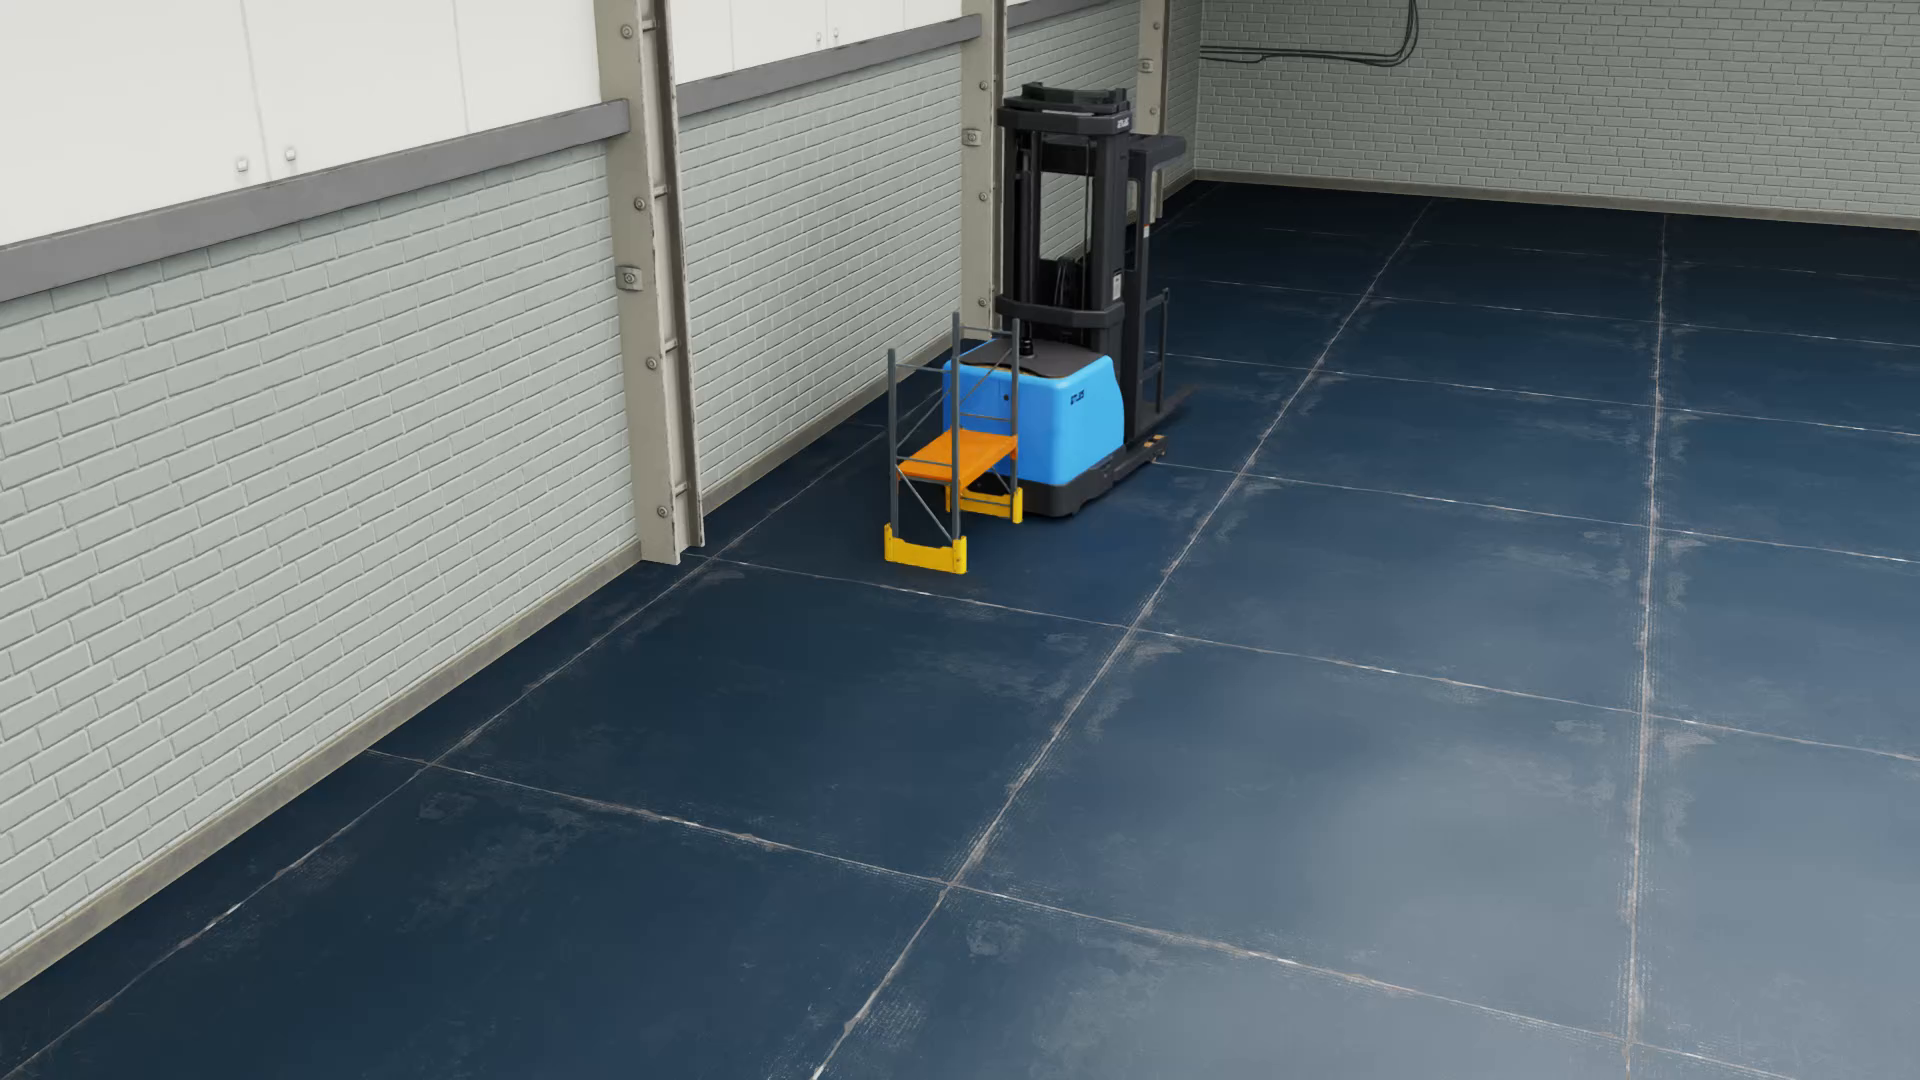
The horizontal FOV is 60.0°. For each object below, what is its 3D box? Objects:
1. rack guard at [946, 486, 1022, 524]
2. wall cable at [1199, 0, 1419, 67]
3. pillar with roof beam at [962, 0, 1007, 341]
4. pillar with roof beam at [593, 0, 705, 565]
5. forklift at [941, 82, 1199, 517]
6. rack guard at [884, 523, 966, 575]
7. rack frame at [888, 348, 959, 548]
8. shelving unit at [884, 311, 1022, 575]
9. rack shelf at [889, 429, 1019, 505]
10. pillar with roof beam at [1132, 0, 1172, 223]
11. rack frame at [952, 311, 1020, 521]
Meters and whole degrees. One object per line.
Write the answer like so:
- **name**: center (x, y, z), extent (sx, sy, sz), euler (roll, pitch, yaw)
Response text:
- **rack guard**: center (0.172, -0.291, 12.121), extent (0.587, 0.250, 0.087), euler (10, 25, 22)
- **wall cable**: center (4.775, -7.800, 22.777), extent (3.097, 2.526, 0.112), euler (9, 24, 20)
- **pillar with roof beam**: center (4.222, -5.604, 13.492), extent (9.100, 9.000, 0.400), euler (9, 24, 20)
- **pillar with roof beam**: center (1.993, -3.457, 8.351), extent (9.100, 9.000, 0.400), euler (9, 24, 20)
- **forklift**: center (1.028, -2.044, 12.842), extent (1.130, 2.935, 3.031), euler (12, 26, 27)
- **rack guard**: center (-0.238, 0.059, 11.284), extent (0.587, 0.250, 0.087), euler (10, 25, 22)
- **rack frame**: center (-0.238, -0.517, 11.042), extent (0.500, 1.500, 0.032), euler (10, 25, 22)
- **shelving unit**: center (-0.033, -0.692, 11.462), extent (0.587, 1.500, 1.083), euler (10, 25, 22)
- **rack shelf**: center (-0.029, -0.530, 11.539), extent (0.538, 0.185, 1.000), euler (10, 25, 22)
- **pillar with roof beam**: center (6.450, -7.751, 18.632), extent (9.100, 9.000, 0.400), euler (9, 24, 20)
- **rack frame**: center (0.180, -0.874, 11.897), extent (0.500, 1.500, 0.032), euler (10, 25, 22)
